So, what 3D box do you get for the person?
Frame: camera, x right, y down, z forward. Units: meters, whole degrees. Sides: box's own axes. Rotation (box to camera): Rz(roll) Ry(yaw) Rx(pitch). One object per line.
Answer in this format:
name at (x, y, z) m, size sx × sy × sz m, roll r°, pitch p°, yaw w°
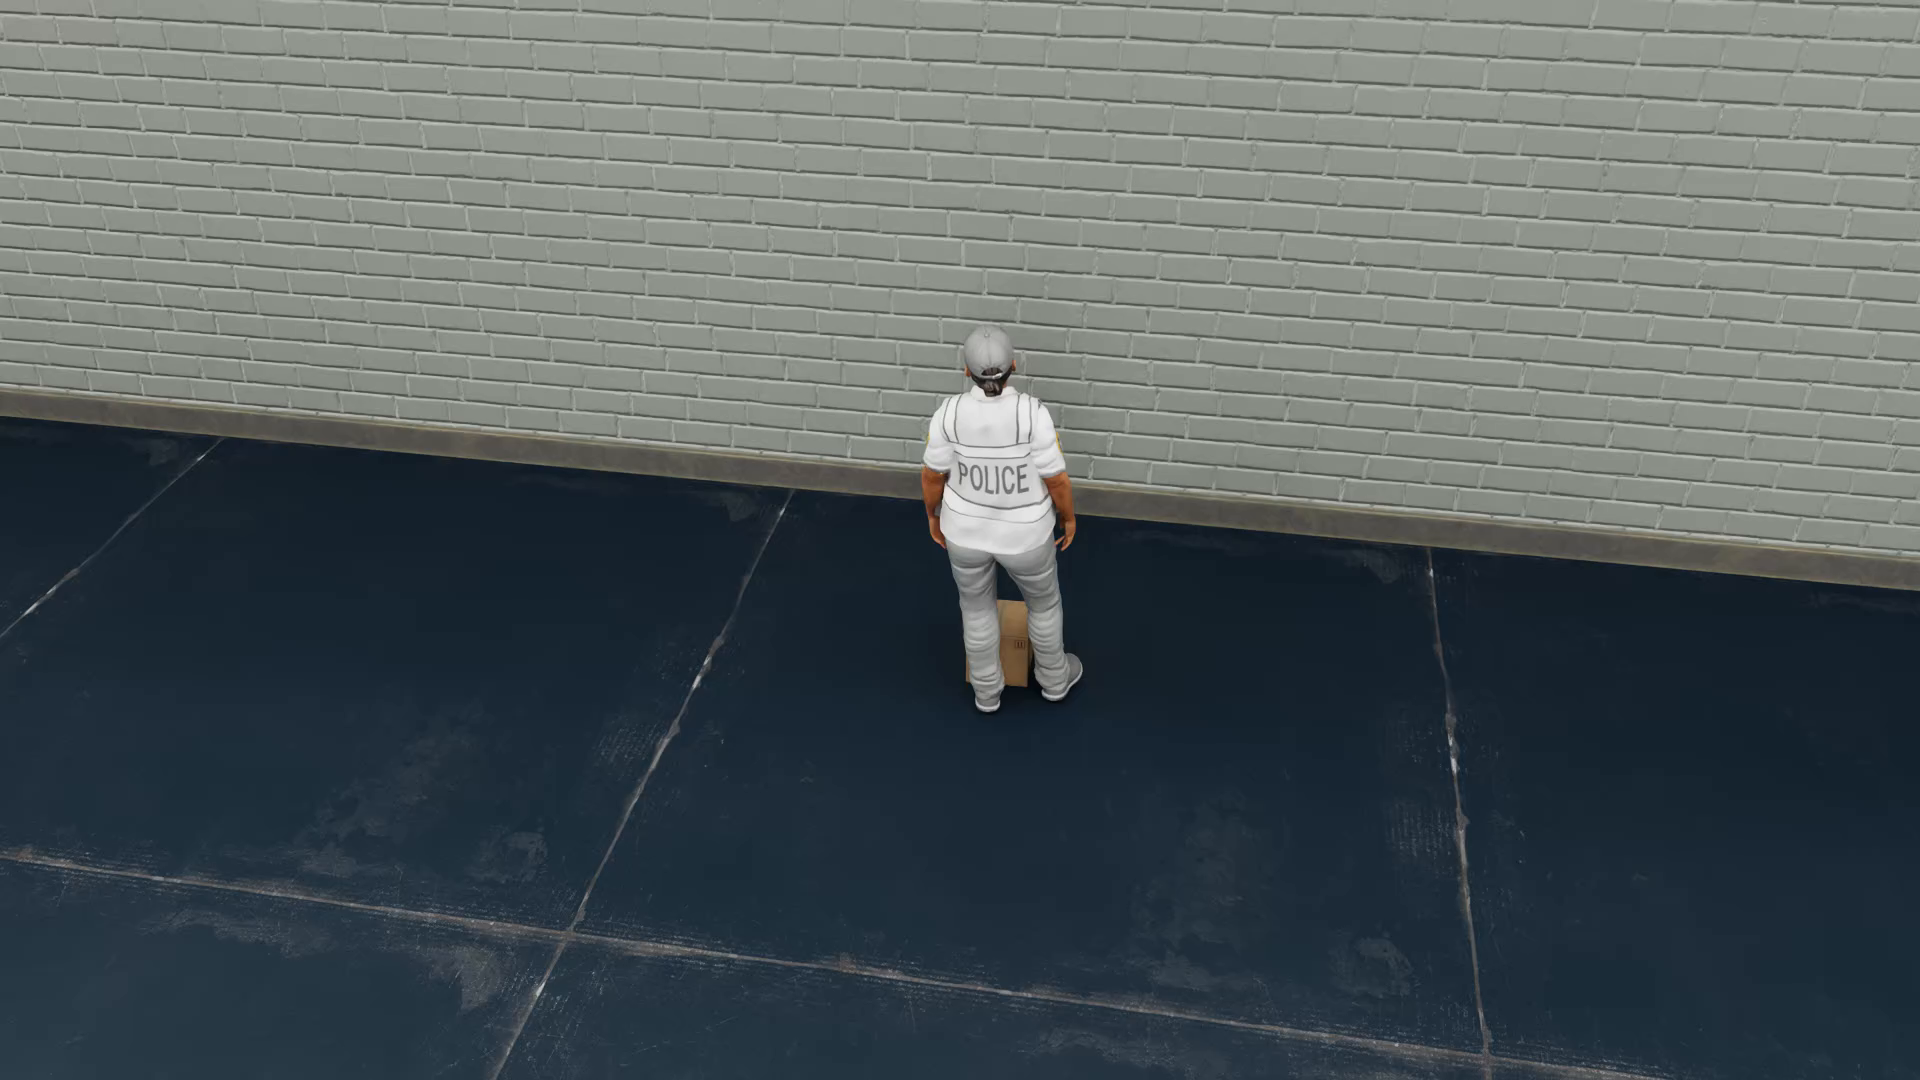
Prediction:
person at (0.174, -0.083, 6.245) m, size 0.599 × 1.671 × 0.529 m, roll 5°, pitch 33°, yaw 8°
